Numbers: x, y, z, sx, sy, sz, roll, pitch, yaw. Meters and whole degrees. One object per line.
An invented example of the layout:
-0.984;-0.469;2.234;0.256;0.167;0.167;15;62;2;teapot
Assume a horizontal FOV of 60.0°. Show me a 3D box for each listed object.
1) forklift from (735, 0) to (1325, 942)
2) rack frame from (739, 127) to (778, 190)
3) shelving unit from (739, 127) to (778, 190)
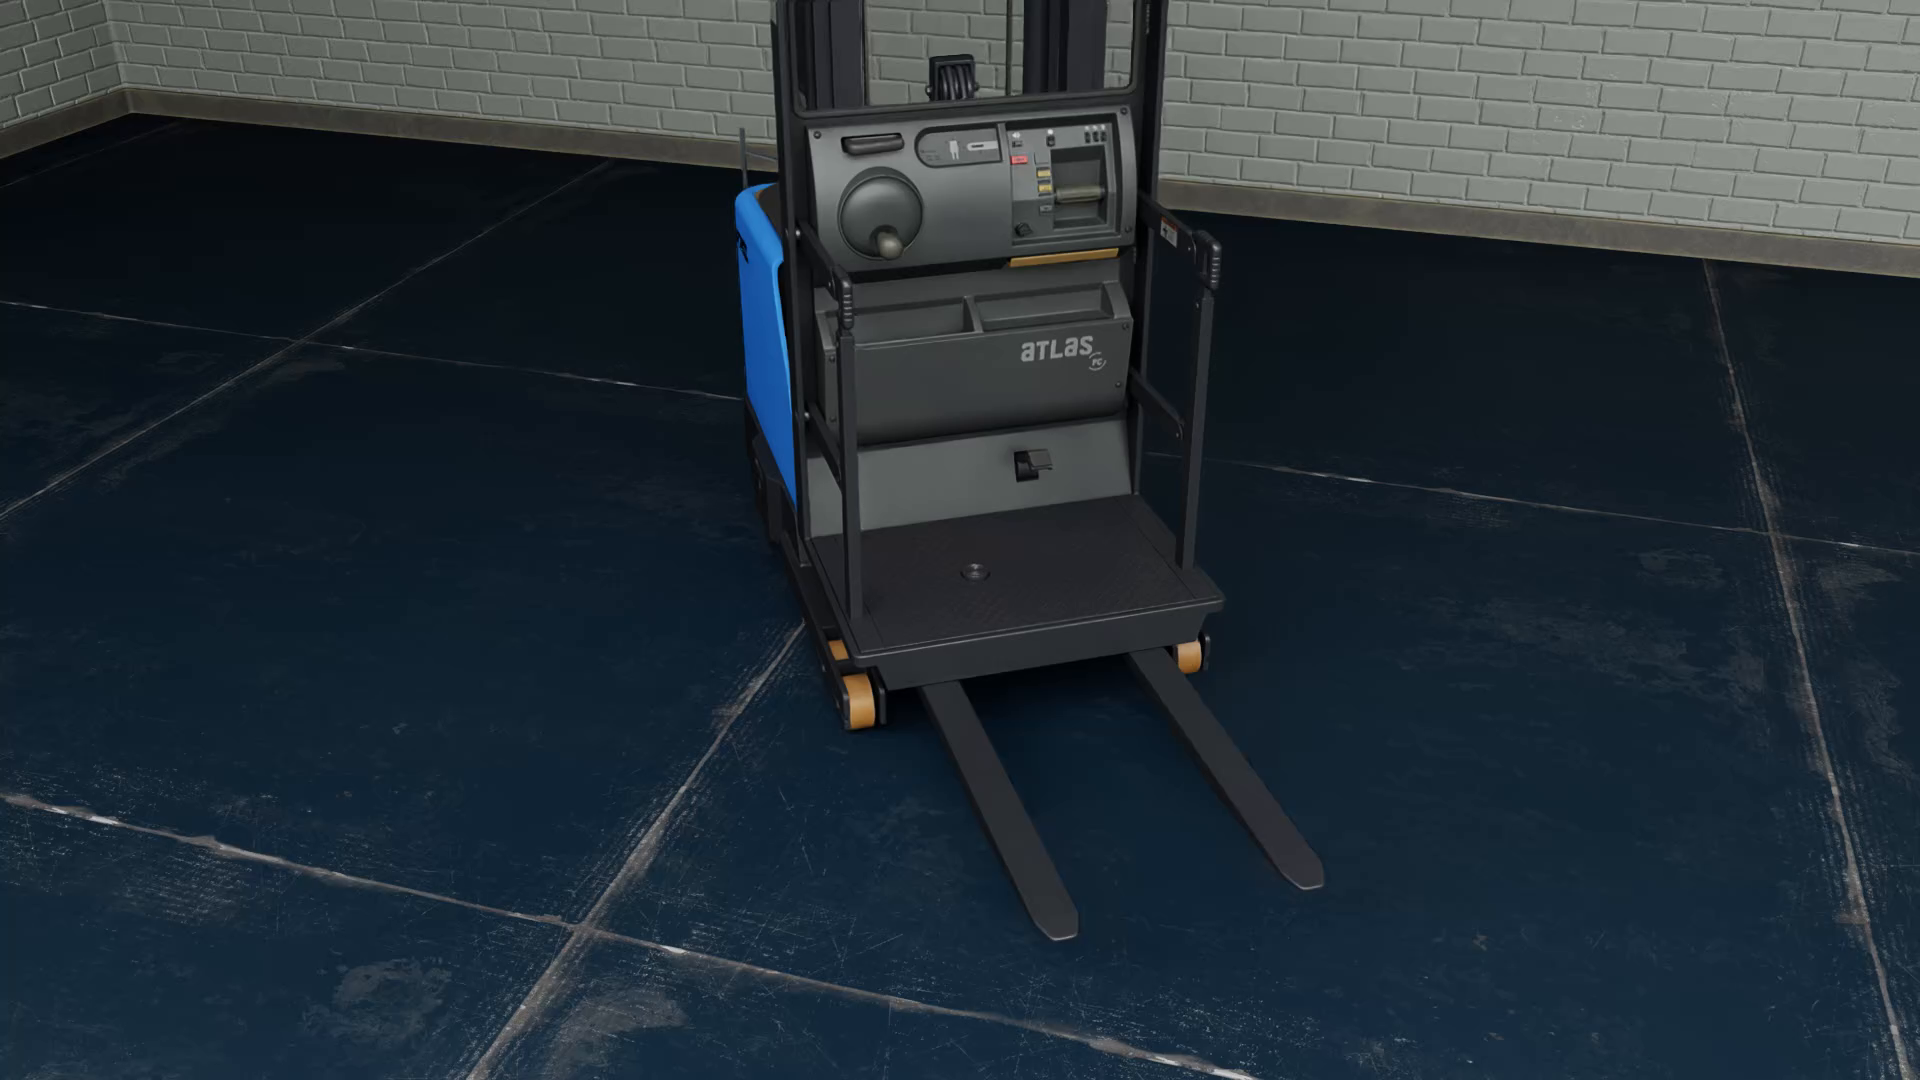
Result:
0.107;-0.948;4.439;1.130;2.935;3.031;-8;30;-14;forklift
-0.691;-0.907;6.147;0.240;1.200;0.006;22;36;34;rack frame
-0.633;-0.942;6.208;0.258;1.200;0.189;22;36;34;shelving unit
